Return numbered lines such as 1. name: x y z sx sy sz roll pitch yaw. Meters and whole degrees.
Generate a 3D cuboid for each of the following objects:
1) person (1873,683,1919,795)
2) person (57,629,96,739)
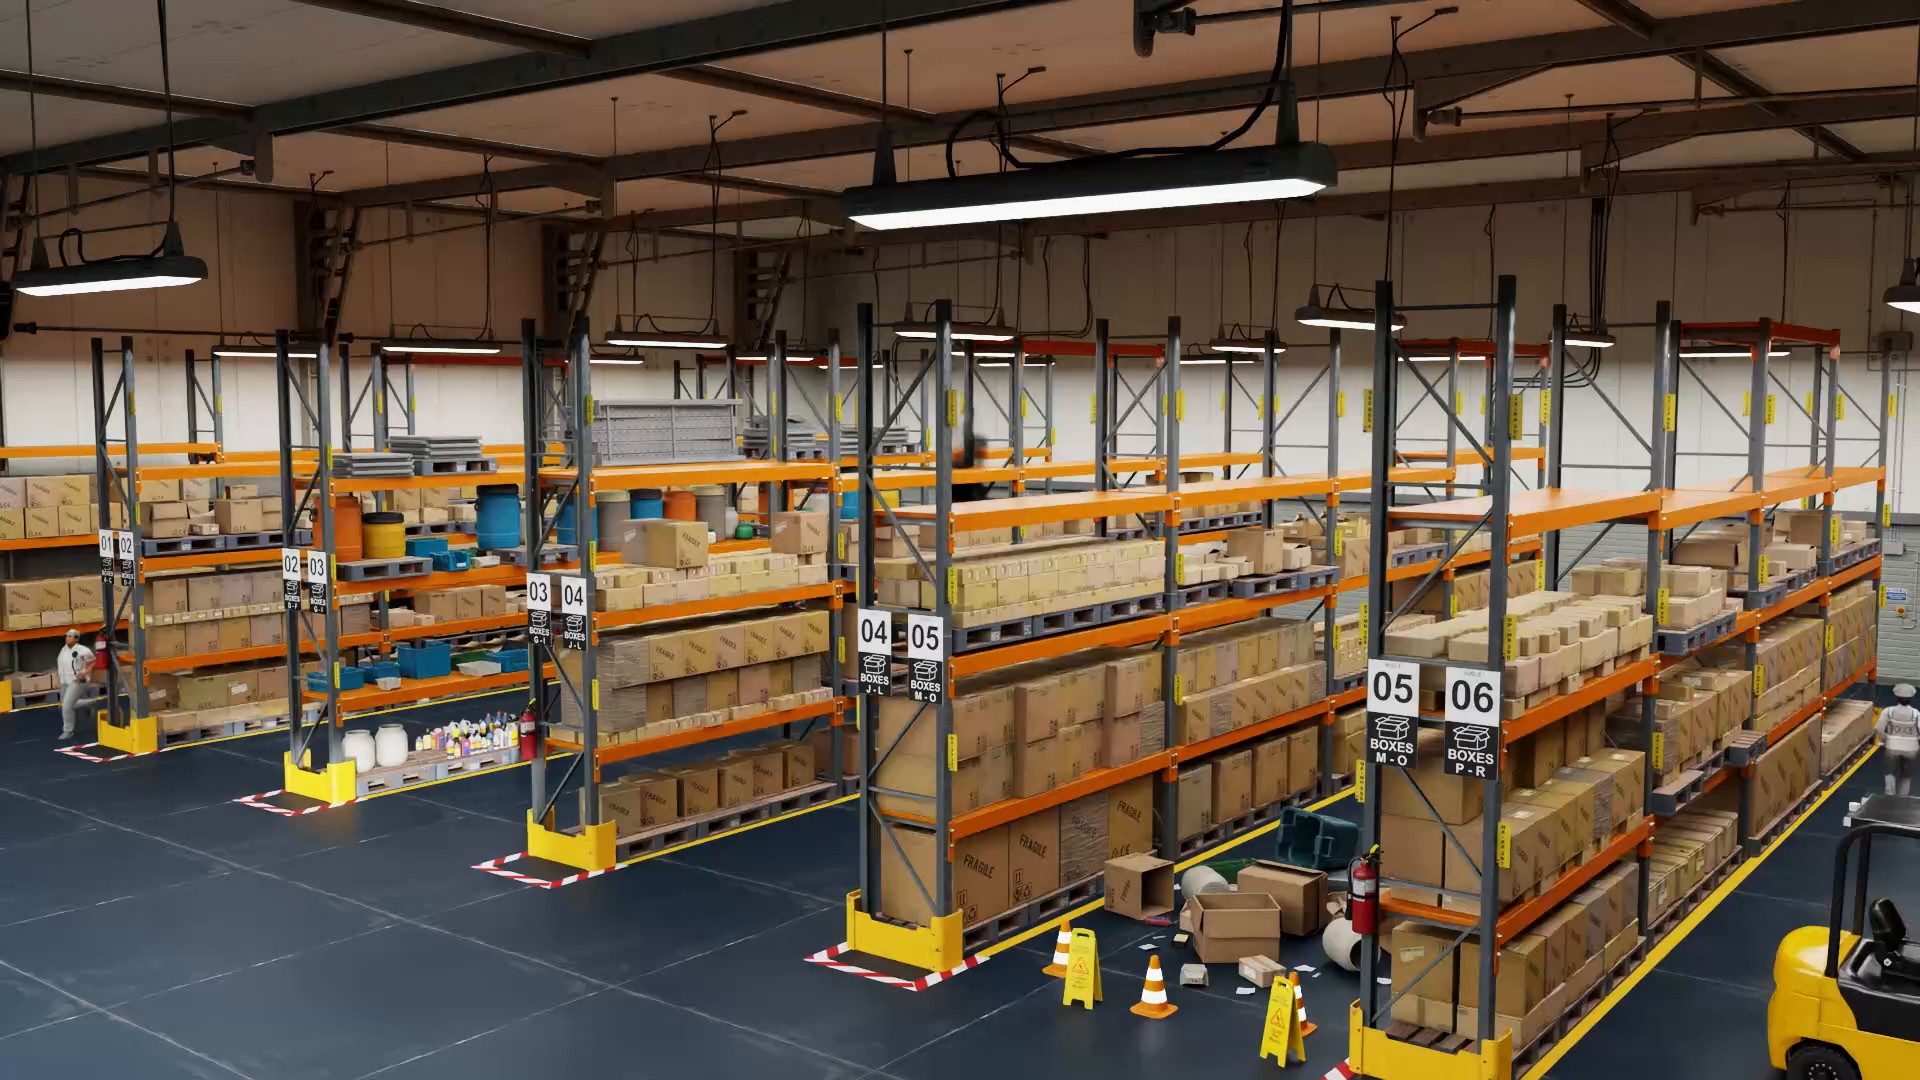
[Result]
1. person: 11.522 2.569 20.366 0.611 1.649 0.569 3 6 31
2. person: -13.469 2.174 25.355 0.606 1.642 0.805 2 5 21
